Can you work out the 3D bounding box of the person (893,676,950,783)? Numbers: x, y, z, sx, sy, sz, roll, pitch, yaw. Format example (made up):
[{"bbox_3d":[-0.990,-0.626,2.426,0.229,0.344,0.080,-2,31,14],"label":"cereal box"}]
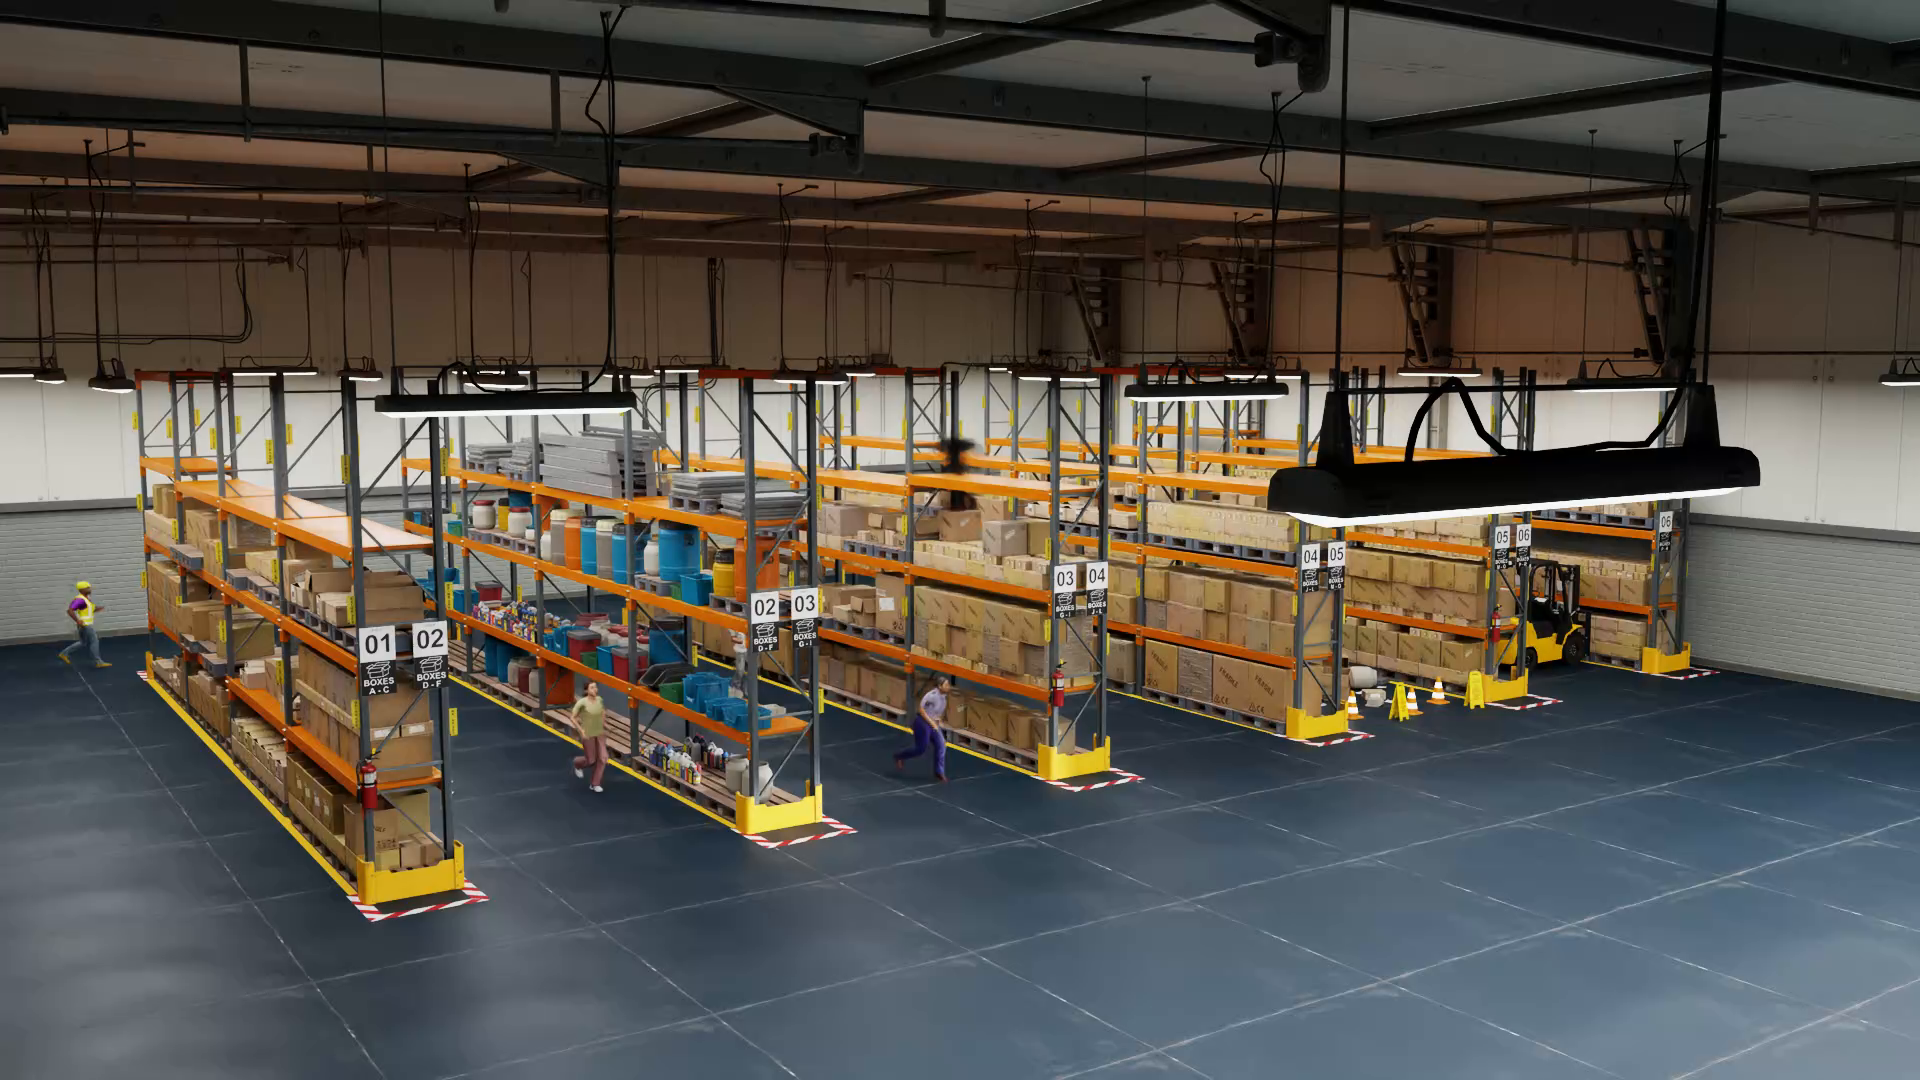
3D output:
[{"bbox_3d":[-0.558,2.801,24.716,0.954,1.591,0.628,3,7,24],"label":"person"}]

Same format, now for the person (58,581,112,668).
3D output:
[{"bbox_3d":[-17.511,1.693,33.198,0.946,1.749,0.693,-3,7,-25],"label":"person"}]

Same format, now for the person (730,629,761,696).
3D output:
[{"bbox_3d":[-3.878,2.038,30.259,0.658,1.784,0.796,-4,8,-33],"label":"person"}]

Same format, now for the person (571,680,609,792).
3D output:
[{"bbox_3d":[-5.376,2.815,24.127,0.591,1.622,0.688,-6,9,-42],"label":"person"}]
